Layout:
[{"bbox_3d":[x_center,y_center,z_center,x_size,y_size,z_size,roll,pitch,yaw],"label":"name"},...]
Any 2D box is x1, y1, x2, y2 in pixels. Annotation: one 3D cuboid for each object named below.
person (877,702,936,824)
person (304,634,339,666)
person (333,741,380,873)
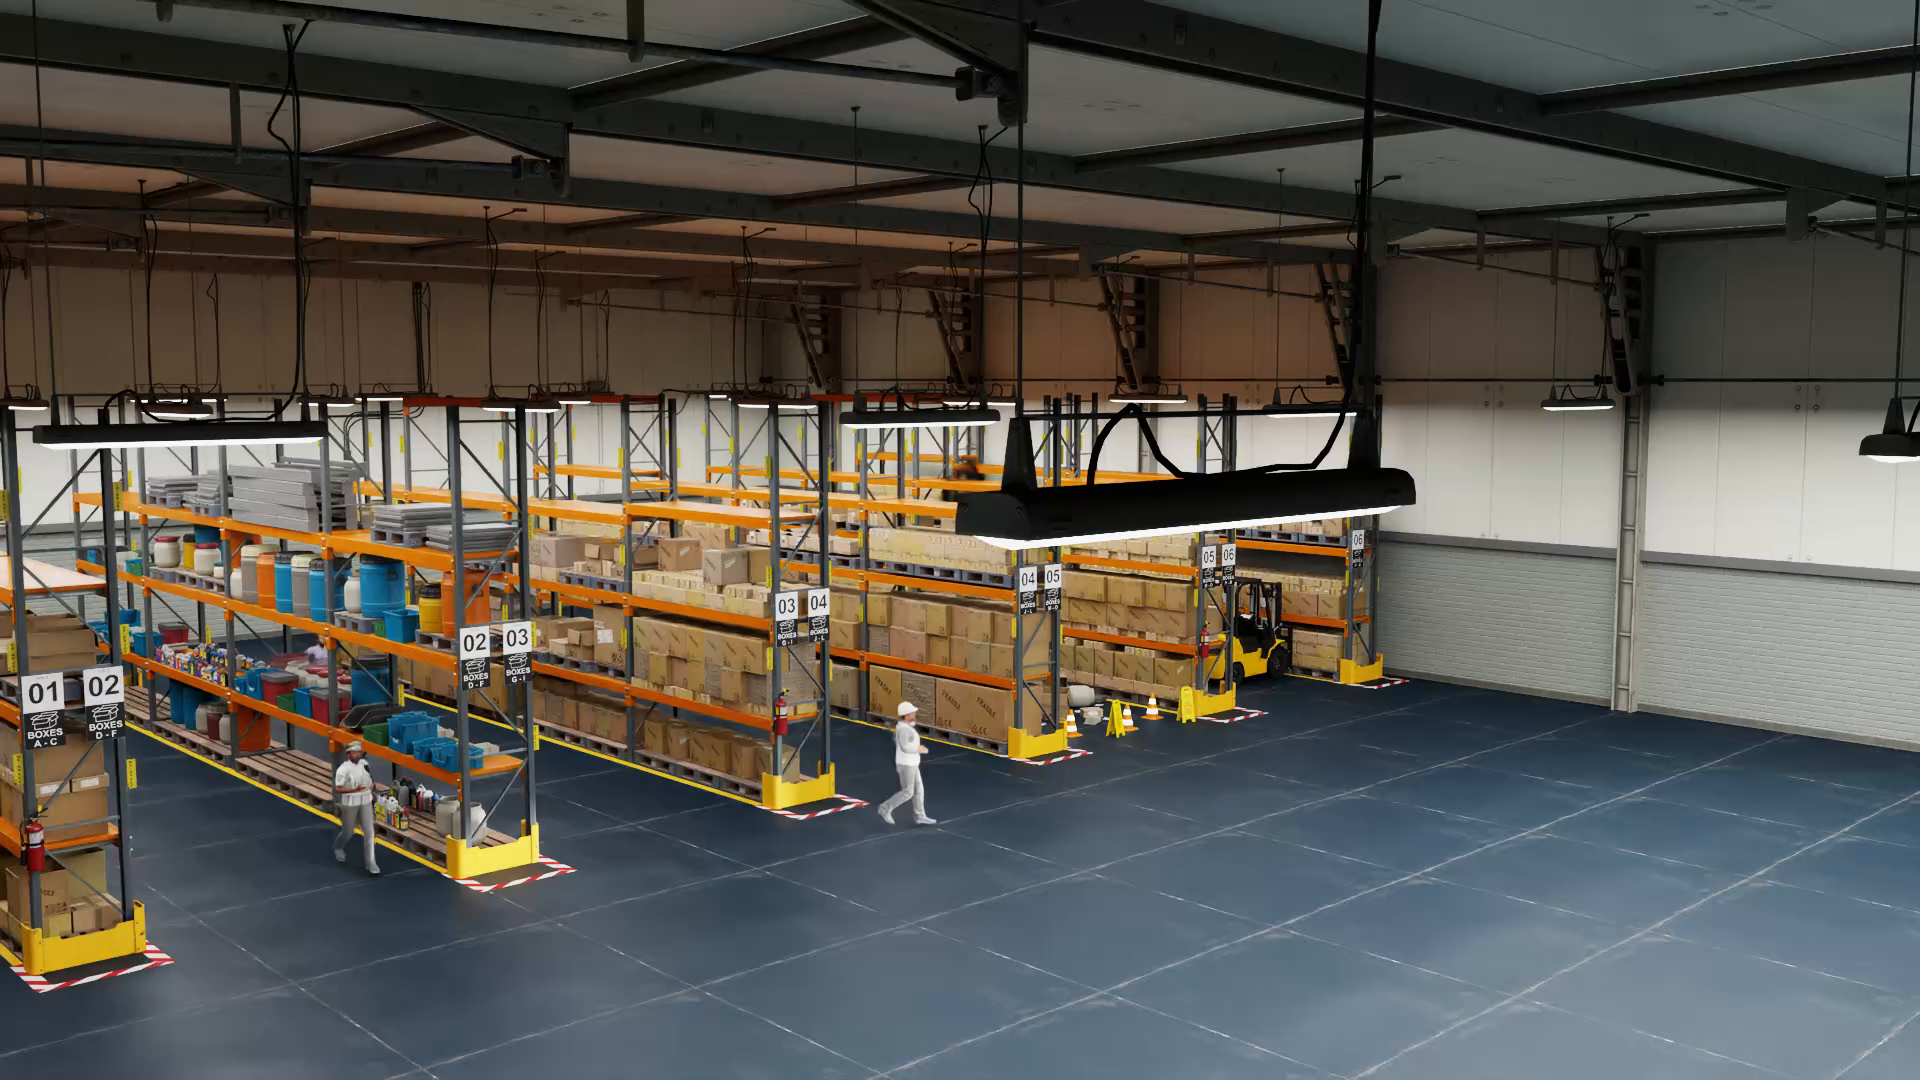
[{"bbox_3d":[-0.754,3.165,23.550,0.835,1.763,0.676,0,6,1],"label":"person"},{"bbox_3d":[-11.759,2.552,30.650,0.775,1.708,0.582,4,7,37],"label":"person"},{"bbox_3d":[-7.782,3.407,21.439,0.929,1.668,0.581,5,8,44],"label":"person"}]
